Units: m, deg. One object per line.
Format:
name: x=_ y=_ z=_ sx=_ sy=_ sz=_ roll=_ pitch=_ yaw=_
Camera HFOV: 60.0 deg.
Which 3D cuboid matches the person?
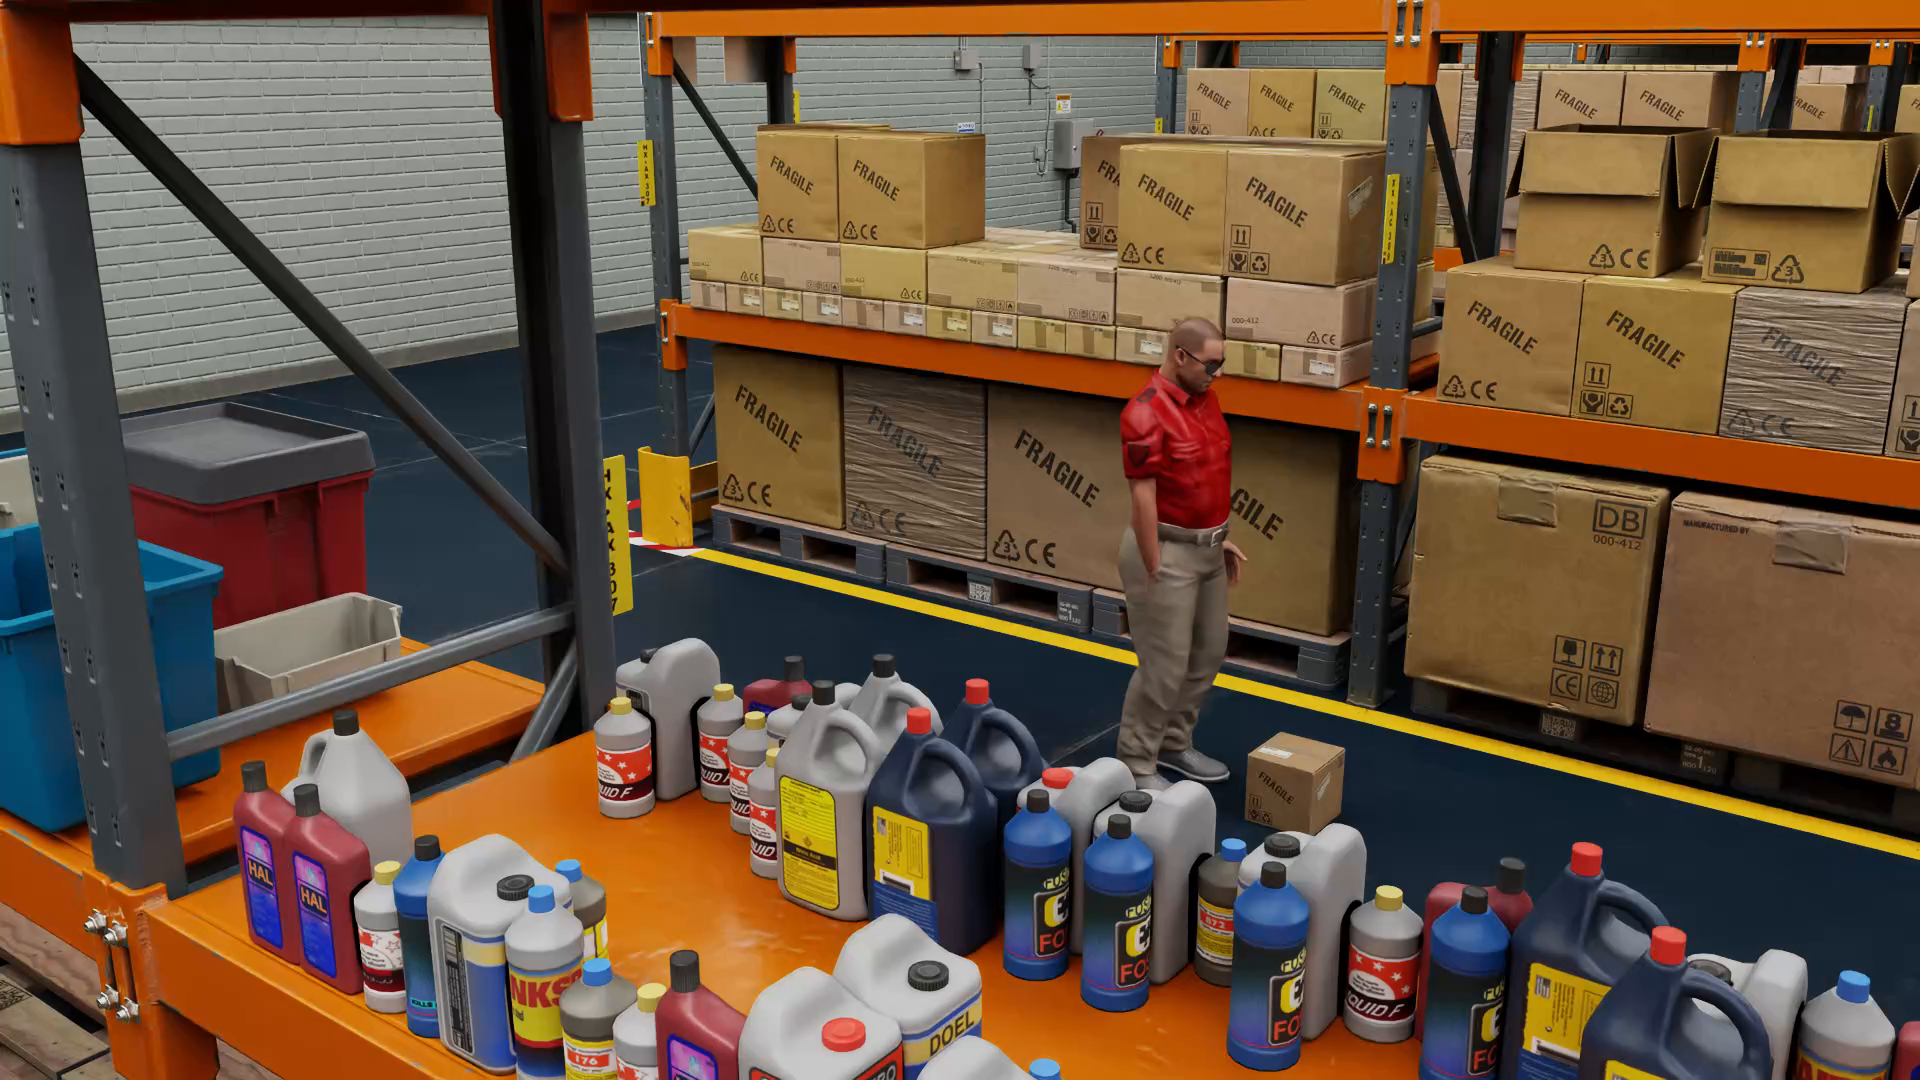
person: x=0.783 y=0.065 z=5.879 sx=0.358 sy=1.717 sz=0.534 roll=12 pitch=20 yaw=36
